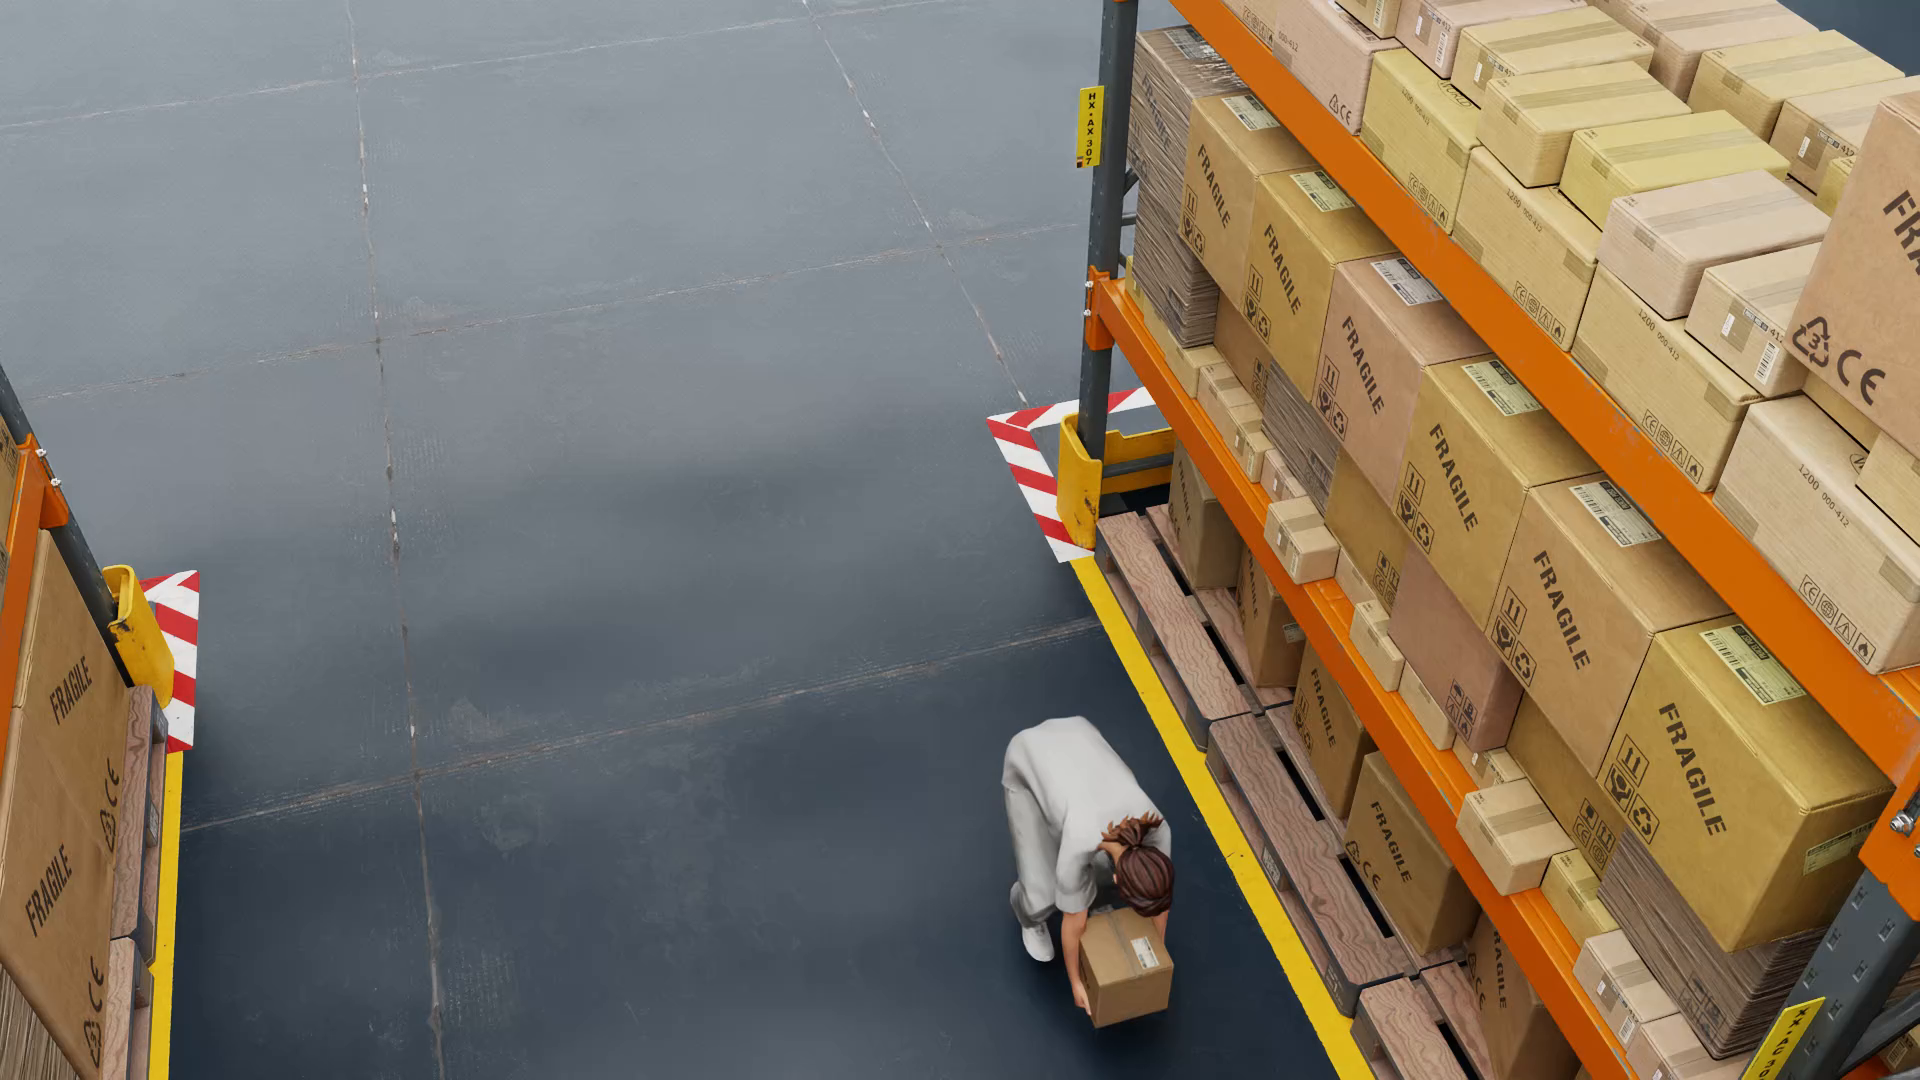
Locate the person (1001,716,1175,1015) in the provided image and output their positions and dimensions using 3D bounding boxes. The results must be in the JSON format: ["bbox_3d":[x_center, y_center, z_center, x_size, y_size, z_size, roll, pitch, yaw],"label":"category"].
[{"bbox_3d":[0.430,1.088,5.464,0.471,1.009,0.867,-15,44,-16],"label":"person"}]
